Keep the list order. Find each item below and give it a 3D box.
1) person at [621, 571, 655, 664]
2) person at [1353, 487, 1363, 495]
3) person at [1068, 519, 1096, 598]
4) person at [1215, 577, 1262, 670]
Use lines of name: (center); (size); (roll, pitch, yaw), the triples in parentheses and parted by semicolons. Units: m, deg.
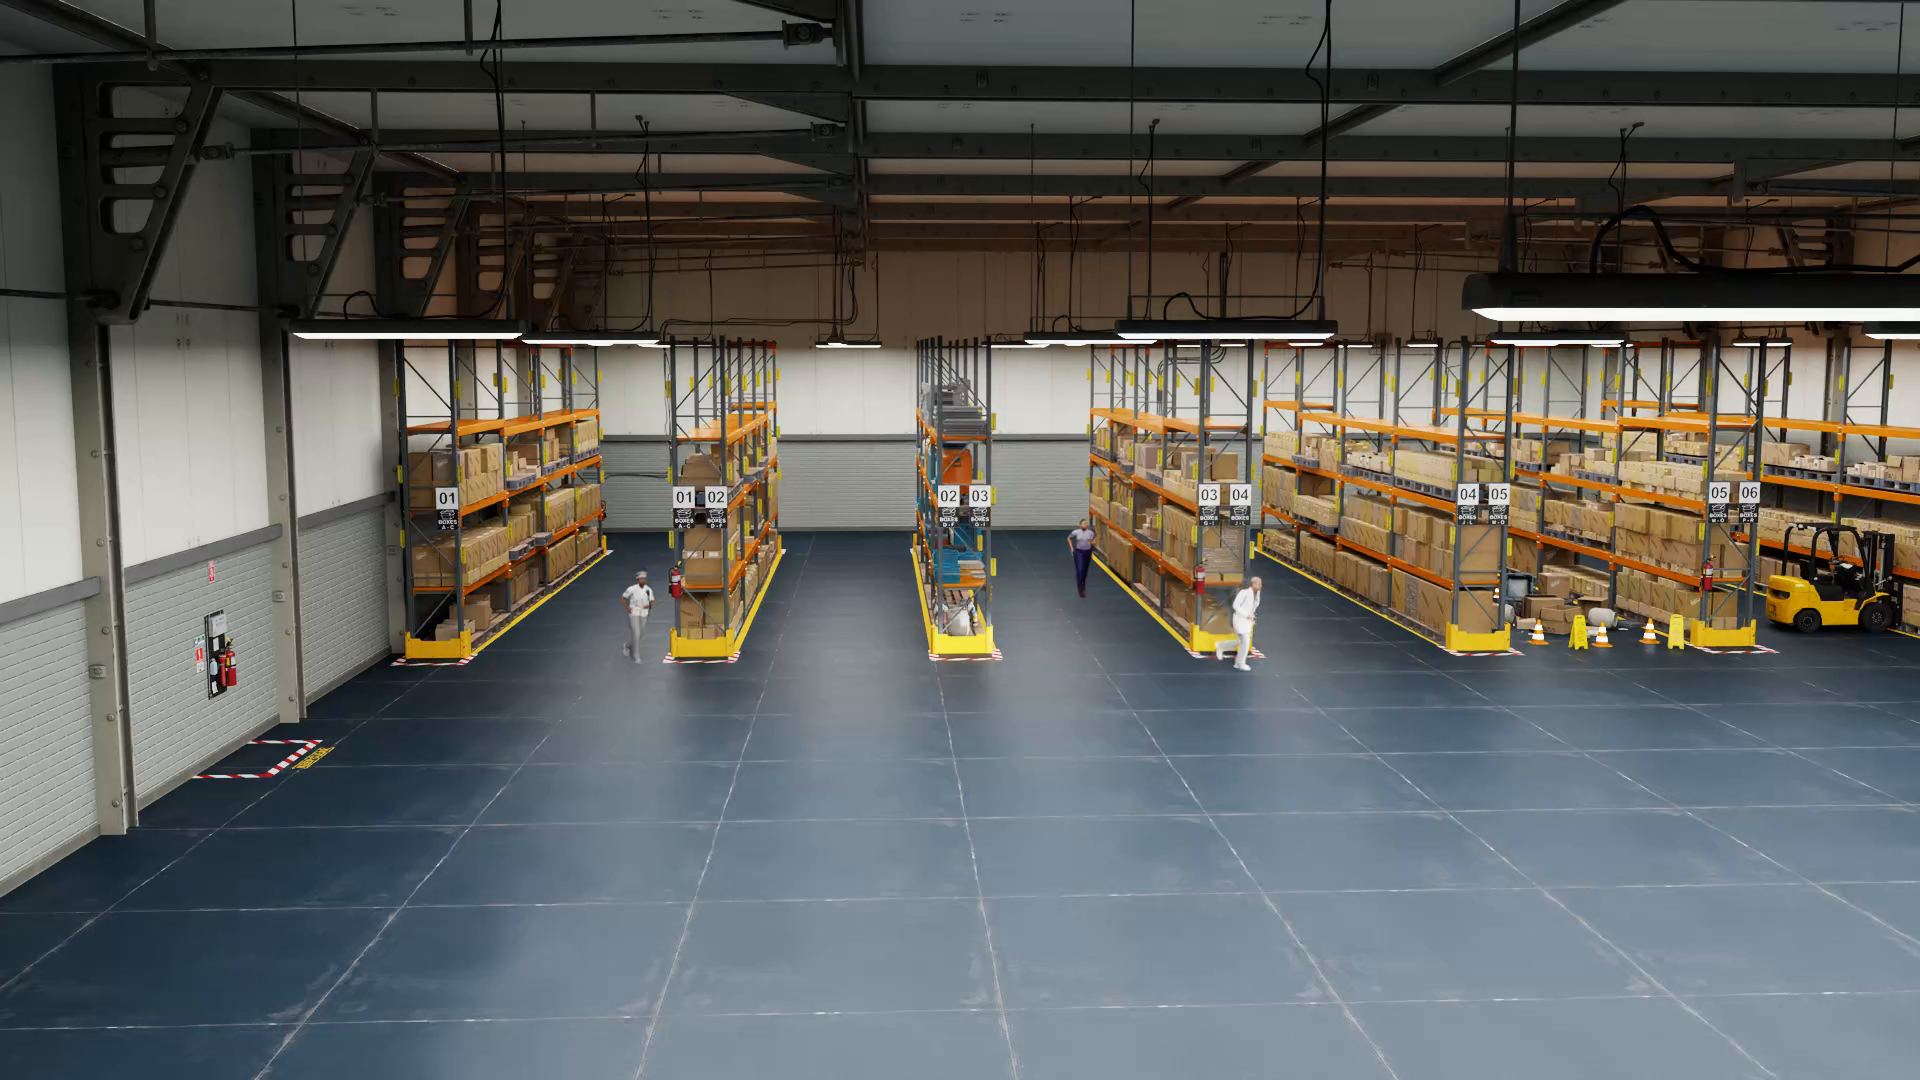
person: (-5.964, 1.419, 30.863); (0.611, 1.687, 0.832); (-4, 8, -33)
person: (11.847, -0.726, 49.395); (0.852, 1.705, 0.604); (1, 7, 6)
person: (2.759, 0.387, 37.300); (0.580, 1.737, 0.732); (-2, 7, -16)
person: (5.058, 1.482, 30.203); (0.913, 1.697, 0.710); (6, 9, 41)
